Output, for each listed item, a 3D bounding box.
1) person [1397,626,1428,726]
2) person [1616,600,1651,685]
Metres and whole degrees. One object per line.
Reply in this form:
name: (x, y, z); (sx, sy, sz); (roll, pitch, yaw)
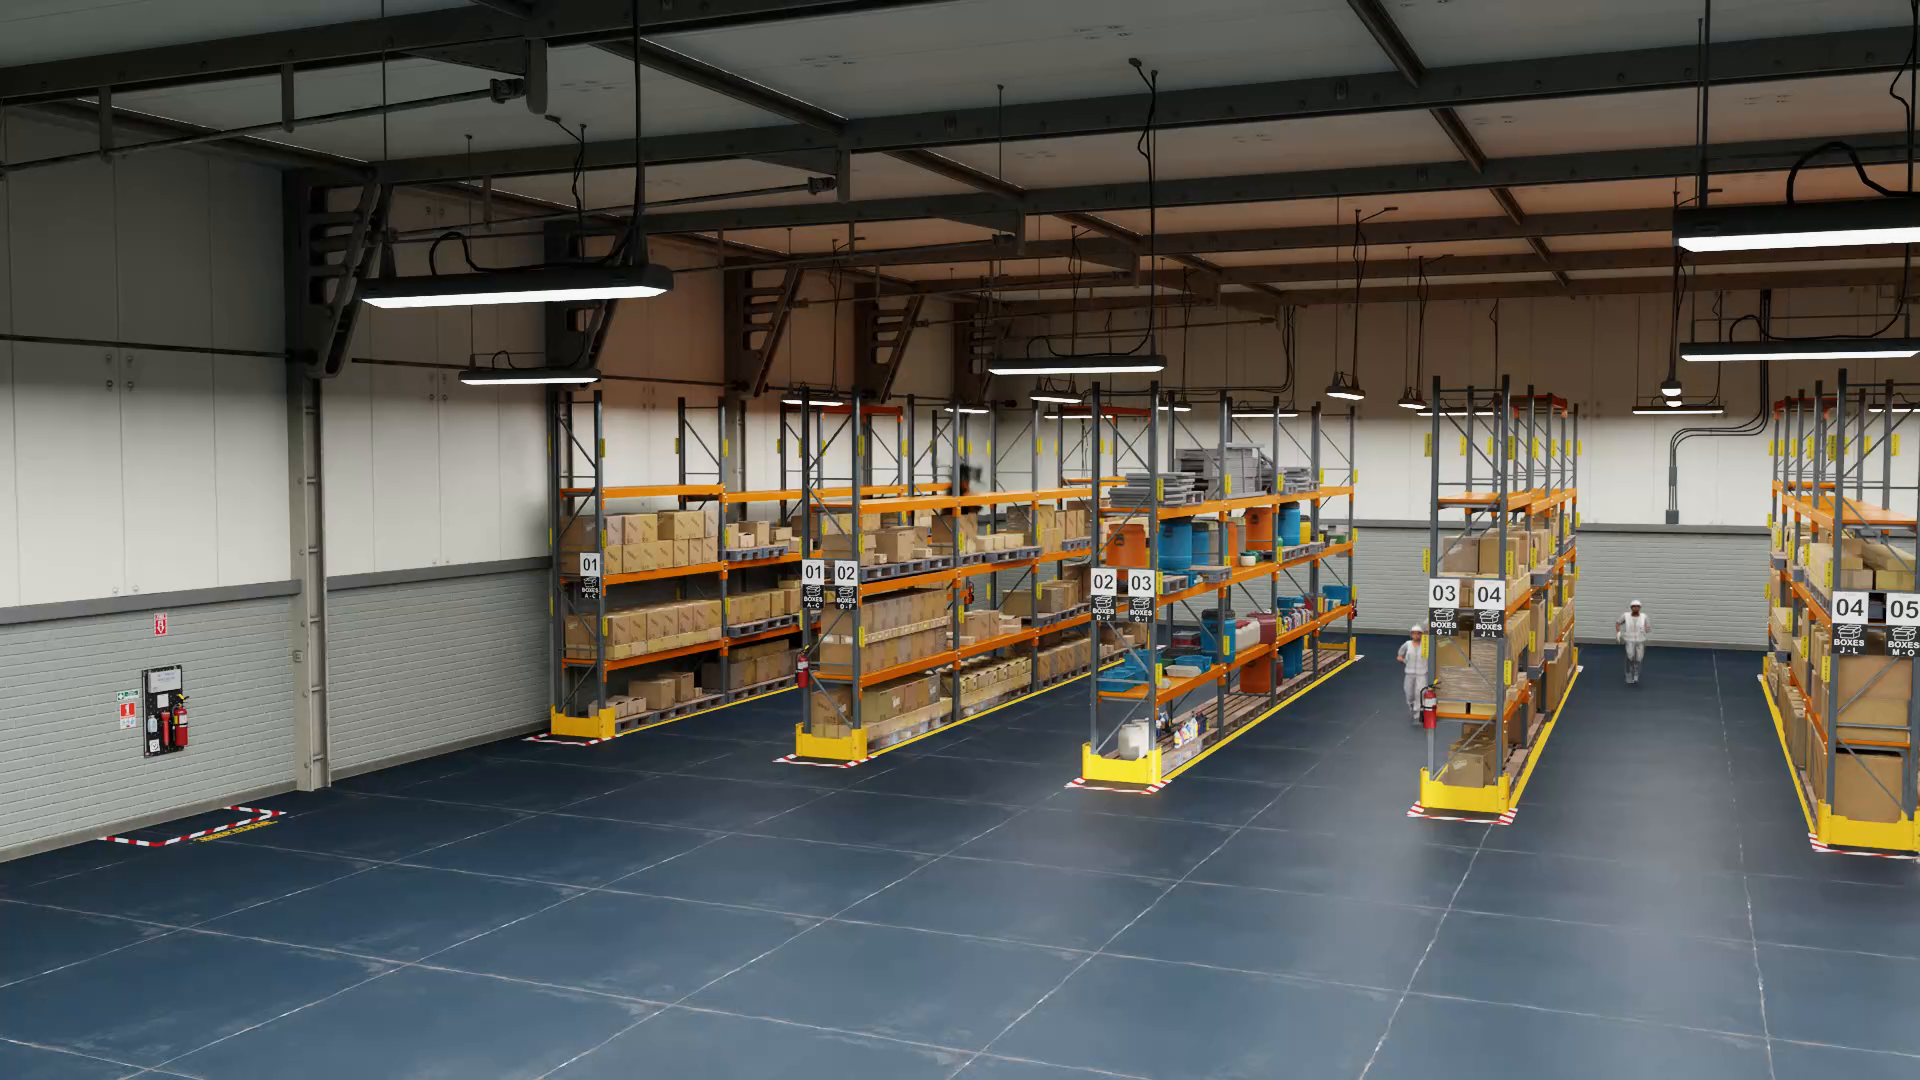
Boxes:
person: (8.234, 2.429, 30.027); (0.668, 1.764, 0.998); (1, 3, 23)
person: (14.285, 2.170, 35.223); (0.662, 1.790, 0.712); (1, 3, 12)
